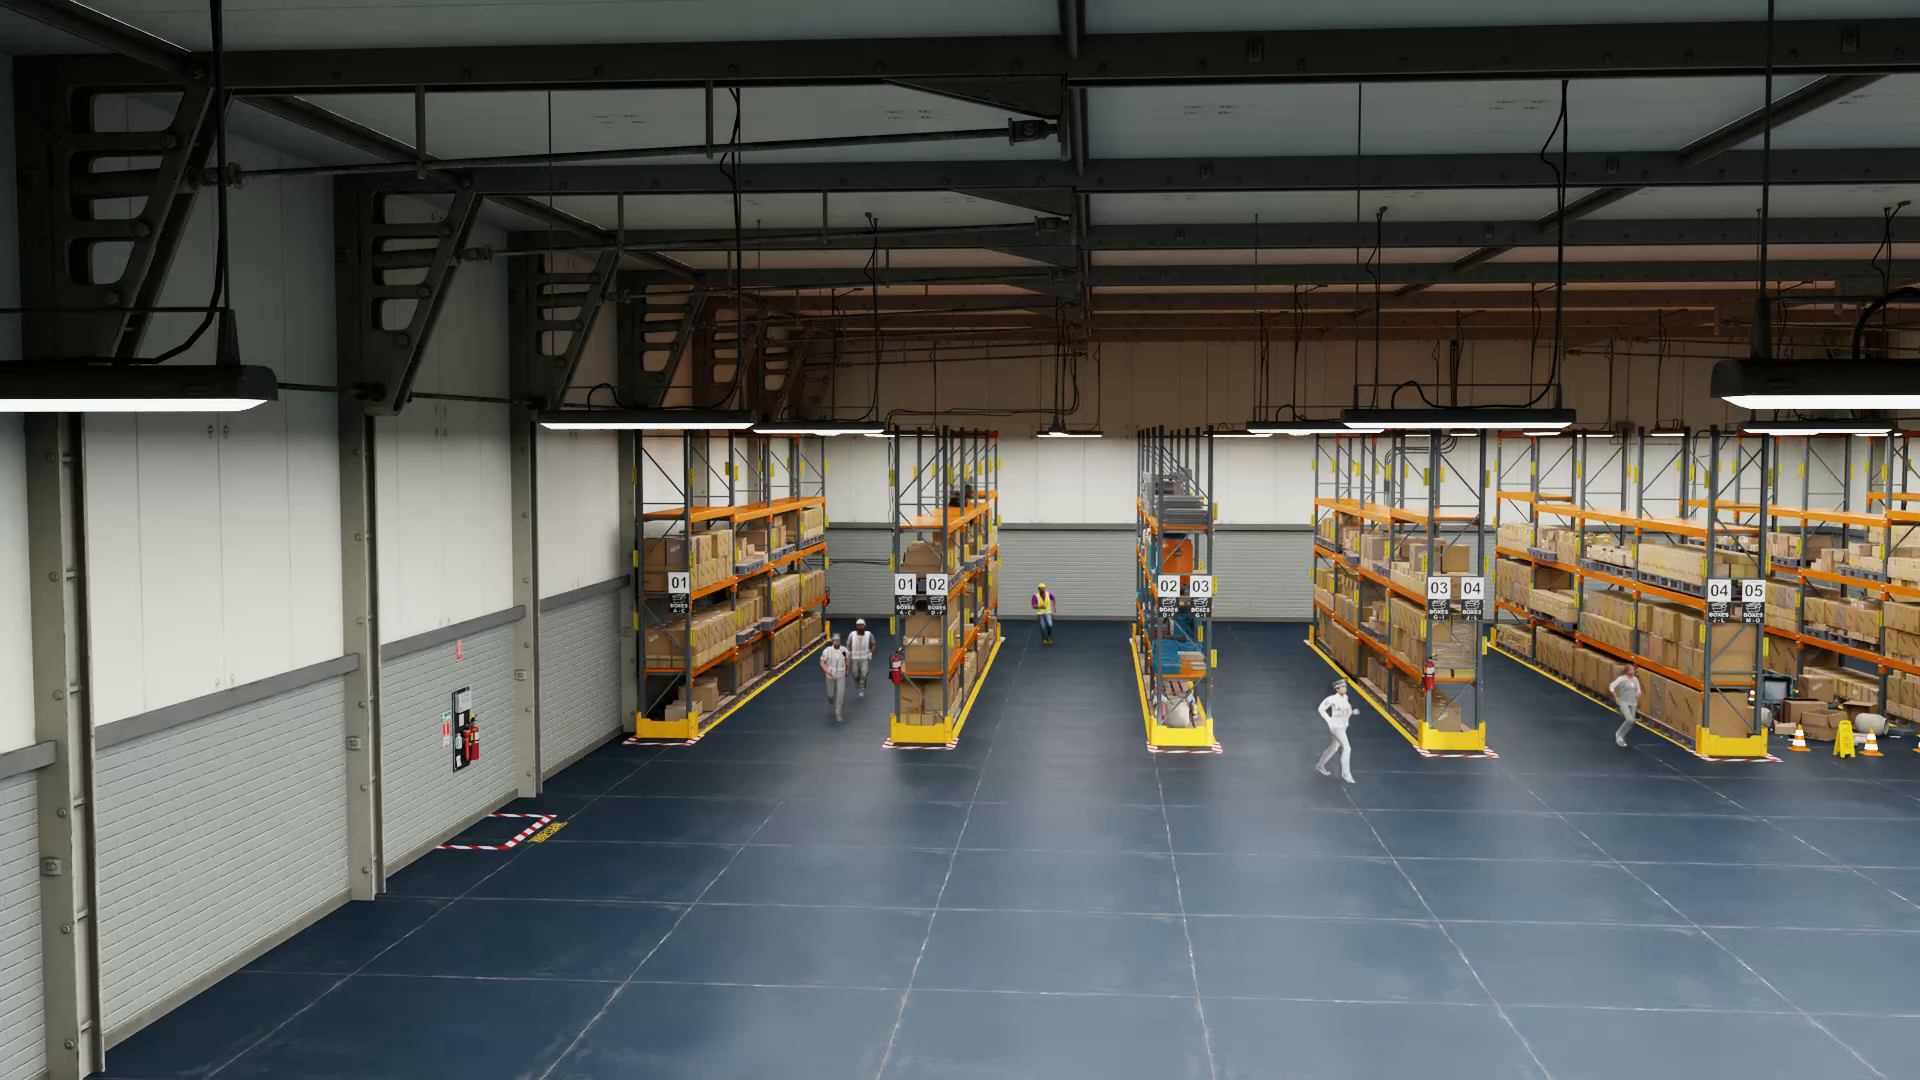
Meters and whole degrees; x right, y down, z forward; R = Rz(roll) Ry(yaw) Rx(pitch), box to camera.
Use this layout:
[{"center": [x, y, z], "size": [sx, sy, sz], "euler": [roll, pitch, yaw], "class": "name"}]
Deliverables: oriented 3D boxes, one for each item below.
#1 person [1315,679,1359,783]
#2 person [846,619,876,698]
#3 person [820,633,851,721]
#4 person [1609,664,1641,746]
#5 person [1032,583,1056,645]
[{"center": [6.374, 3.199, 28.054], "size": [0.759, 1.754, 0.584], "euler": [3, 4, 40], "class": "person"}, {"center": [-2.192, 2.610, 36.861], "size": [0.668, 1.728, 0.645], "euler": [0, 3, -1], "class": "person"}, {"center": [-2.567, 2.809, 34.330], "size": [0.642, 1.783, 0.966], "euler": [0, 3, -5], "class": "person"}, {"center": [12.402, 3.077, 30.928], "size": [0.482, 1.552, 0.595], "euler": [-1, 3, -11], "class": "person"}, {"center": [2.337, 2.063, 46.361], "size": [0.684, 1.722, 0.671], "euler": [0, 3, 0], "class": "person"}]
